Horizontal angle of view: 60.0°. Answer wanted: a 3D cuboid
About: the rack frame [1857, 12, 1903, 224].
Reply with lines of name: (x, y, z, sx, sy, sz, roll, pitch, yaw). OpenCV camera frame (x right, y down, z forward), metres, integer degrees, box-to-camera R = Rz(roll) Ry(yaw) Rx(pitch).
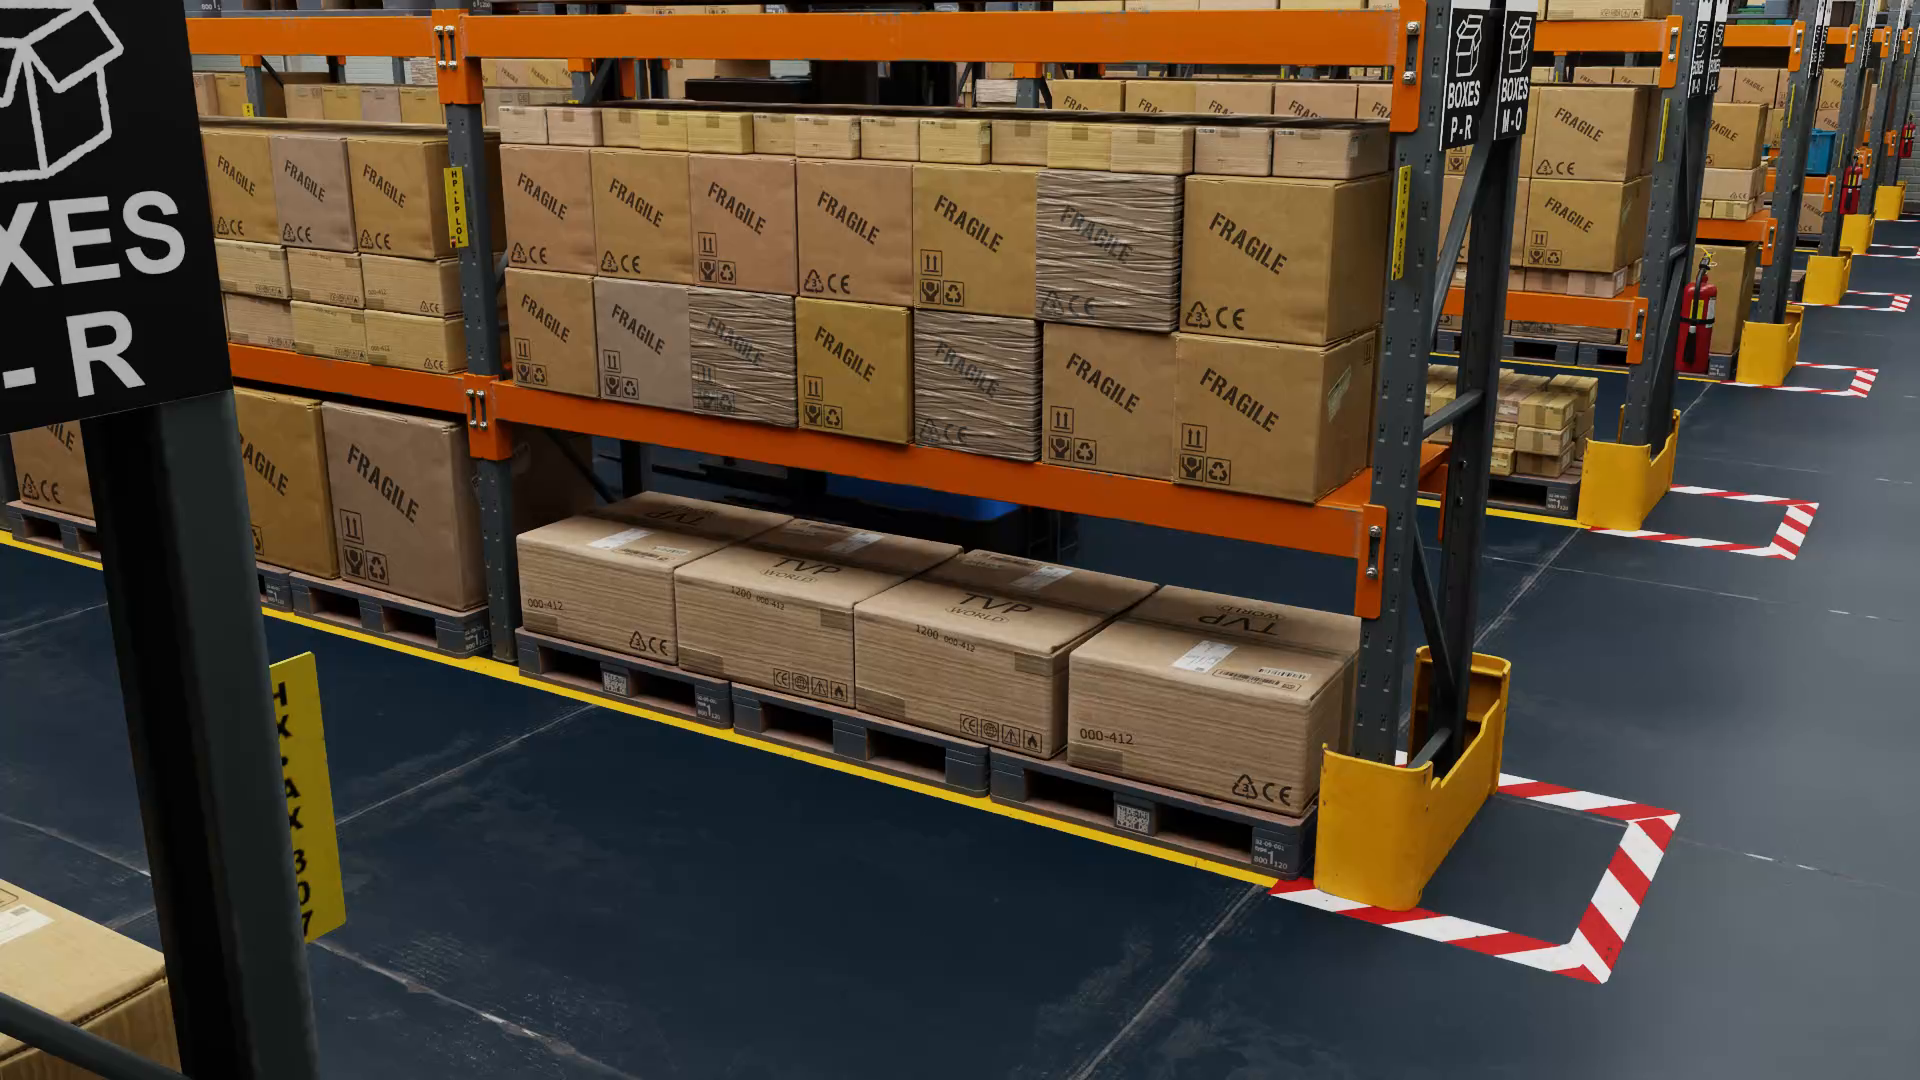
rack frame: (11.966, -5.302, 21.673, 0.127, 3.000, 1.000, 10, 20, 30)

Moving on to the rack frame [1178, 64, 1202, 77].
rack frame: (4.329, -8.354, 31.723, 0.127, 3.000, 1.000, 10, 20, 30)

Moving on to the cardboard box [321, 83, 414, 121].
cardboard box: (-5.264, -3.835, 14.954, 0.500, 0.500, 0.700, 10, 19, 29)

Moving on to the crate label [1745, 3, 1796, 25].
crate label: (8.753, -5.660, 17.948, 0.502, 0.251, 0.408, 10, 20, 30)

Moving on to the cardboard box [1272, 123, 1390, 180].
cardboard box: (1.181, -1.236, 5.281, 0.250, 0.149, 0.380, 10, 20, 31)

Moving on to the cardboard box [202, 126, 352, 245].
cardboard box: (-3.195, -1.694, 7.903, 0.500, 0.500, 0.500, 11, 20, 32)

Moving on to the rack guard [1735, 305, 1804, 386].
rack guard: (6.798, -1.649, 13.950, 0.348, 0.500, 1.175, 10, 20, 30)

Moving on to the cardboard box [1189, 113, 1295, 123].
cardboard box: (1.012, -1.444, 5.964, 0.250, 0.149, 0.380, 11, 20, 32)

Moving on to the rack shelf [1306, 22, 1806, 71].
rack shelf: (5.074, -4.244, 14.268, 4.000, 0.370, 1.077, 10, 20, 30)

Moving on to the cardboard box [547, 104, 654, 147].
cardboard box: (-1.457, -1.692, 6.782, 0.250, 0.149, 0.380, 10, 20, 31)

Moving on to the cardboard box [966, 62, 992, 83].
cardboard box: (0.501, -8.014, 28.200, 0.500, 0.500, 0.700, 10, 20, 30)

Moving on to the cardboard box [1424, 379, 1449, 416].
cardboard box: (2.854, -0.890, 10.310, 0.250, 0.149, 0.380, 9, 19, 28)

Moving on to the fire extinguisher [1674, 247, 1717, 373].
fire extinguisher: (4.069, -1.268, 9.168, 0.183, 0.674, 0.296, 10, 20, 30)

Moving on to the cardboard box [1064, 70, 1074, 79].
cardboard box: (2.023, -8.954, 32.632, 0.500, 0.500, 0.500, 9, 19, 28)

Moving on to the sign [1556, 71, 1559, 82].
sign: (8.270, -6.326, 23.054, 0.005, 0.325, 0.100, 10, 20, 30)

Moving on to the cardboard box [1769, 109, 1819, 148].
cardboard box: (10.998, -5.428, 21.918, 0.500, 0.500, 0.500, 10, 20, 31)

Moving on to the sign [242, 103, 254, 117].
sign: (-6.418, -3.775, 15.023, 0.005, 0.325, 0.100, 10, 20, 30)

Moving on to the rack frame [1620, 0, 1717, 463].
rack frame: (4.096, -1.636, 9.605, 0.127, 3.000, 1.000, 10, 20, 30)

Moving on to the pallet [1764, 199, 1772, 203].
pallet: (12.797, -5.483, 27.068, 1.213, 0.211, 1.003, 10, 20, 30)

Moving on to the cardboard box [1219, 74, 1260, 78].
cardboard box: (5.218, -8.440, 31.076, 0.500, 0.500, 0.700, 13, 21, 36)

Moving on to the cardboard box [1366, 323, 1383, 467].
cardboard box: (1.333, -0.586, 5.978, 0.500, 0.500, 0.500, 10, 20, 30)

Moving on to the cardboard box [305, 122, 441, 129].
cardboard box: (-2.915, -1.815, 8.301, 0.500, 0.500, 0.500, 10, 19, 29)

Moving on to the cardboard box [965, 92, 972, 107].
cardboard box: (0.480, -7.396, 28.398, 0.500, 0.500, 0.700, 10, 20, 31)

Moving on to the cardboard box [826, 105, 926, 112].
cardboard box: (-0.332, -1.661, 6.681, 0.250, 0.149, 0.380, 10, 19, 29)

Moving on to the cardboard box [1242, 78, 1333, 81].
cardboard box: (2.102, -2.749, 10.867, 0.500, 0.500, 0.500, 11, 20, 31)

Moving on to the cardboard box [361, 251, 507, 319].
cardboard box: (-2.320, -1.177, 7.493, 0.500, 0.250, 0.500, 10, 20, 30)

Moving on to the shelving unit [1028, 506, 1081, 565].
shelving unit: (0.511, -0.474, 8.879, 0.189, 1.200, 0.258, 11, 20, 32)

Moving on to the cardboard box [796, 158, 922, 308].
cardboard box: (-0.252, -1.160, 6.147, 0.500, 0.500, 0.500, 10, 20, 30)

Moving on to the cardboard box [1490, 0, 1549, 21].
cardboard box: (3.132, -3.079, 9.452, 0.500, 0.250, 0.500, 10, 20, 30)

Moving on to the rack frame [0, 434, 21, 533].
rack frame: (-5.225, -1.611, 9.524, 0.127, 3.000, 1.000, 10, 20, 30)

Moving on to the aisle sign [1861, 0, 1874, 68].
aisle sign: (9.278, -5.236, 16.984, 0.004, 0.787, 0.394, 10, 20, 30)

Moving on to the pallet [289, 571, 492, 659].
pallet: (-2.514, 0.233, 8.251, 1.213, 0.211, 1.003, 10, 20, 30)

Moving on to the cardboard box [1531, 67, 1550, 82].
cardboard box: (9.749, -7.861, 28.092, 0.500, 0.250, 0.500, 11, 20, 31)

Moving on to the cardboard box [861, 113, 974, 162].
cardboard box: (-0.149, -1.461, 6.022, 0.250, 0.149, 0.380, 11, 20, 32)

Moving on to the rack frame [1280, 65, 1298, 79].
rack frame: (5.149, -6.518, 25.679, 0.127, 3.000, 1.000, 10, 20, 30)

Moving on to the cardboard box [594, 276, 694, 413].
cardboard box: (-1.127, -0.837, 6.803, 0.500, 0.500, 0.500, 10, 20, 30)

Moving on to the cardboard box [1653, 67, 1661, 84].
cardboard box: (9.689, -6.138, 22.535, 0.500, 0.500, 0.500, 9, 19, 28)

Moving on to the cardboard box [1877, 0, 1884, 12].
cardboard box: (13.792, -8.187, 25.375, 0.500, 0.250, 0.500, 11, 20, 32)

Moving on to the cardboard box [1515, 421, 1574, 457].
cardboard box: (3.497, -0.624, 9.946, 0.250, 0.149, 0.380, 10, 19, 29)

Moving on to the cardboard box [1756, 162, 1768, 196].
cardboard box: (6.510, -3.059, 14.037, 0.500, 0.250, 0.500, 10, 19, 29)

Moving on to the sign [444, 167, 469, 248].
sign: (-2.092, -1.383, 6.917, 0.005, 0.325, 0.100, 10, 20, 30)

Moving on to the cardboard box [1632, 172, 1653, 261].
cardboard box: (3.858, -1.962, 9.997, 0.500, 0.500, 0.500, 11, 20, 33)

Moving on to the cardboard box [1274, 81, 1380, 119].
cardboard box: (2.244, -2.546, 10.197, 0.500, 0.500, 0.500, 9, 19, 28)

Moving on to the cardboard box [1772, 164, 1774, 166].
cardboard box: (13.255, -6.110, 26.797, 0.250, 0.149, 0.380, 10, 20, 31)

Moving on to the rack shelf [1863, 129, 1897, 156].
rack shelf: (12.851, -6.489, 26.820, 4.000, 0.370, 1.077, 10, 20, 30)

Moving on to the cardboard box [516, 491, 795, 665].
cardboard box: (-1.338, 0.144, 7.431, 0.875, 0.438, 0.875, 10, 19, 29)

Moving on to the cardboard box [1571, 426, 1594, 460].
cardboard box: (3.817, -0.631, 10.481, 0.250, 0.149, 0.380, 11, 20, 31)

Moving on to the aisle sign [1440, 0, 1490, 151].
aisle sign: (1.491, -1.550, 4.852, 0.004, 0.787, 0.394, 10, 20, 30)

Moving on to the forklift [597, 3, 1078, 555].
forklift: (-0.829, -1.564, 9.486, 3.031, 2.935, 1.130, 11, 20, 32)

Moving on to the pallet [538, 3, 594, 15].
pallet: (-3.297, -4.282, 13.481, 1.003, 0.211, 1.213, 11, 20, 33)

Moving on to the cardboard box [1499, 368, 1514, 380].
cardboard box: (3.382, -1.003, 10.682, 0.250, 0.149, 0.380, 10, 20, 30)

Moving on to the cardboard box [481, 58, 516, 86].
cardboard box: (-5.681, -5.646, 20.404, 0.500, 0.500, 0.500, 10, 20, 30)

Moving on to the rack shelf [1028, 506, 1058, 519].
rack shelf: (0.511, -0.202, 8.961, 0.180, 0.103, 0.258, 11, 20, 32)

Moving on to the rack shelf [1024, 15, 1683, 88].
rack shelf: (2.392, -3.031, 10.275, 4.000, 0.370, 1.077, 10, 20, 30)

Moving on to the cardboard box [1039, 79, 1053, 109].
cardboard box: (1.129, -4.378, 16.736, 0.637, 0.503, 0.797, 11, 20, 31)

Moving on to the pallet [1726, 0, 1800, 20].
pallet: (6.140, -4.352, 13.538, 1.213, 0.211, 1.003, 10, 20, 30)
